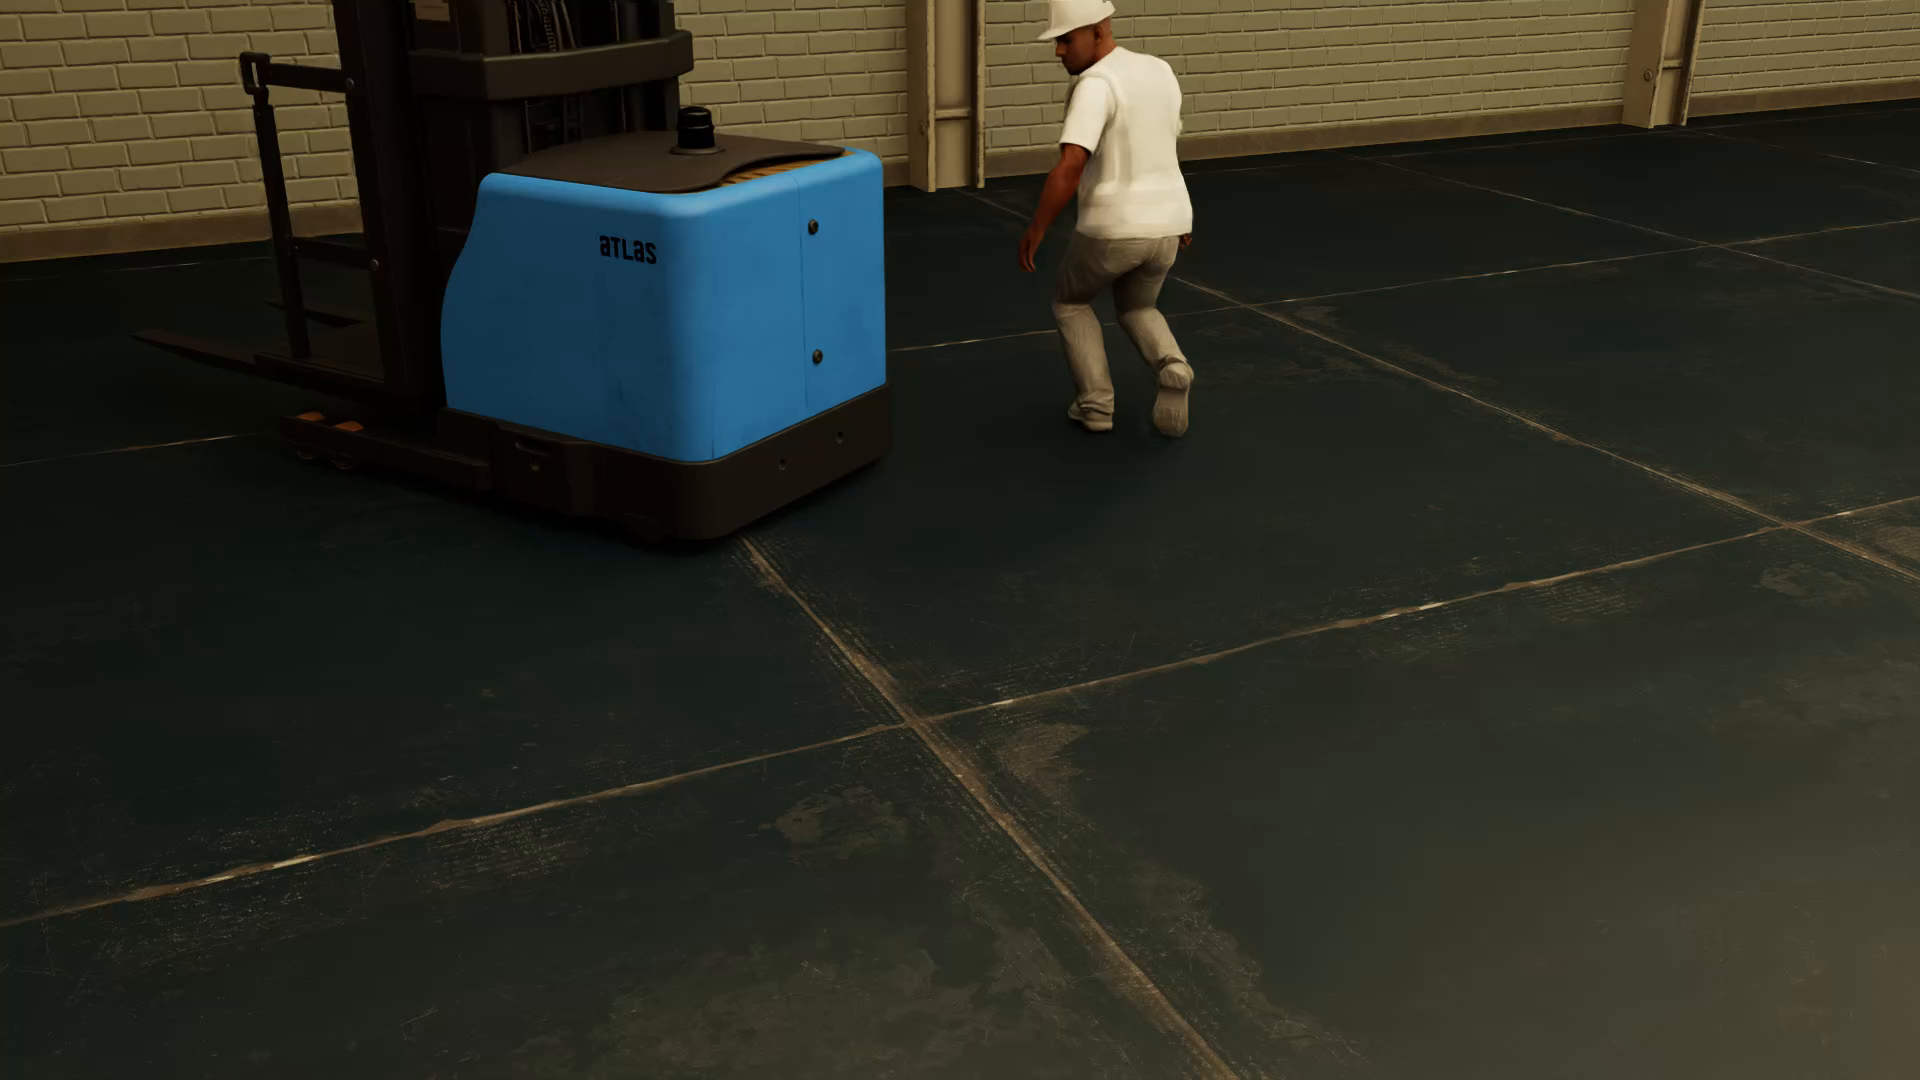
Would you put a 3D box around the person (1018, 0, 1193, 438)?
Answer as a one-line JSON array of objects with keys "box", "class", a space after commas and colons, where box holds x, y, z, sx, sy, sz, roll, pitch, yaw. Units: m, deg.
[{"box": [0.599, -1.141, 5.857, 0.852, 1.555, 0.644, -14, 26, -30], "class": "person"}]

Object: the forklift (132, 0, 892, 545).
[{"box": [-1.754, -1.748, 5.495, 3.031, 2.935, 1.130, 13, 26, 29], "class": "forklift"}]
